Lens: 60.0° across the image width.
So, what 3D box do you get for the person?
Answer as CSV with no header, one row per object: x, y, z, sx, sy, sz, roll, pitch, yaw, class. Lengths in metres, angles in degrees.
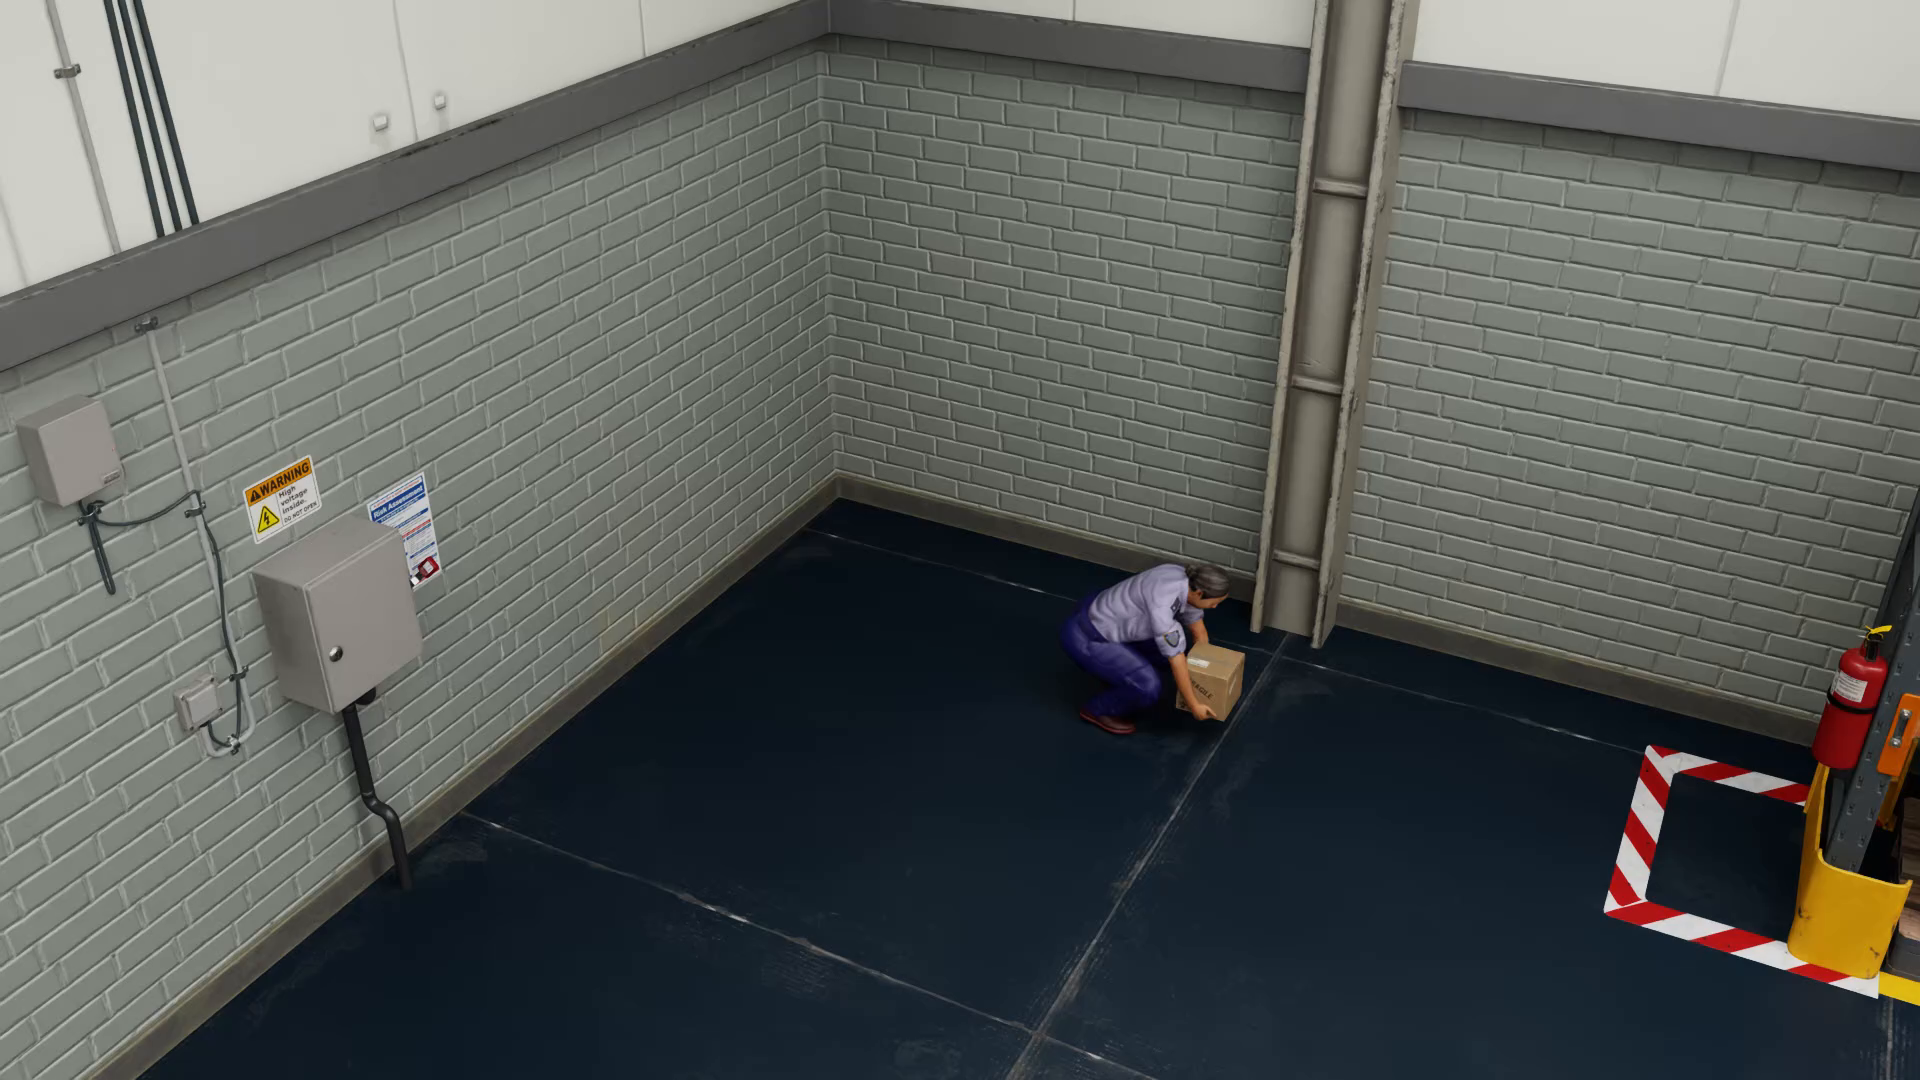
0.926,0.490,8.174,0.848,0.943,0.508,14,33,22,person
